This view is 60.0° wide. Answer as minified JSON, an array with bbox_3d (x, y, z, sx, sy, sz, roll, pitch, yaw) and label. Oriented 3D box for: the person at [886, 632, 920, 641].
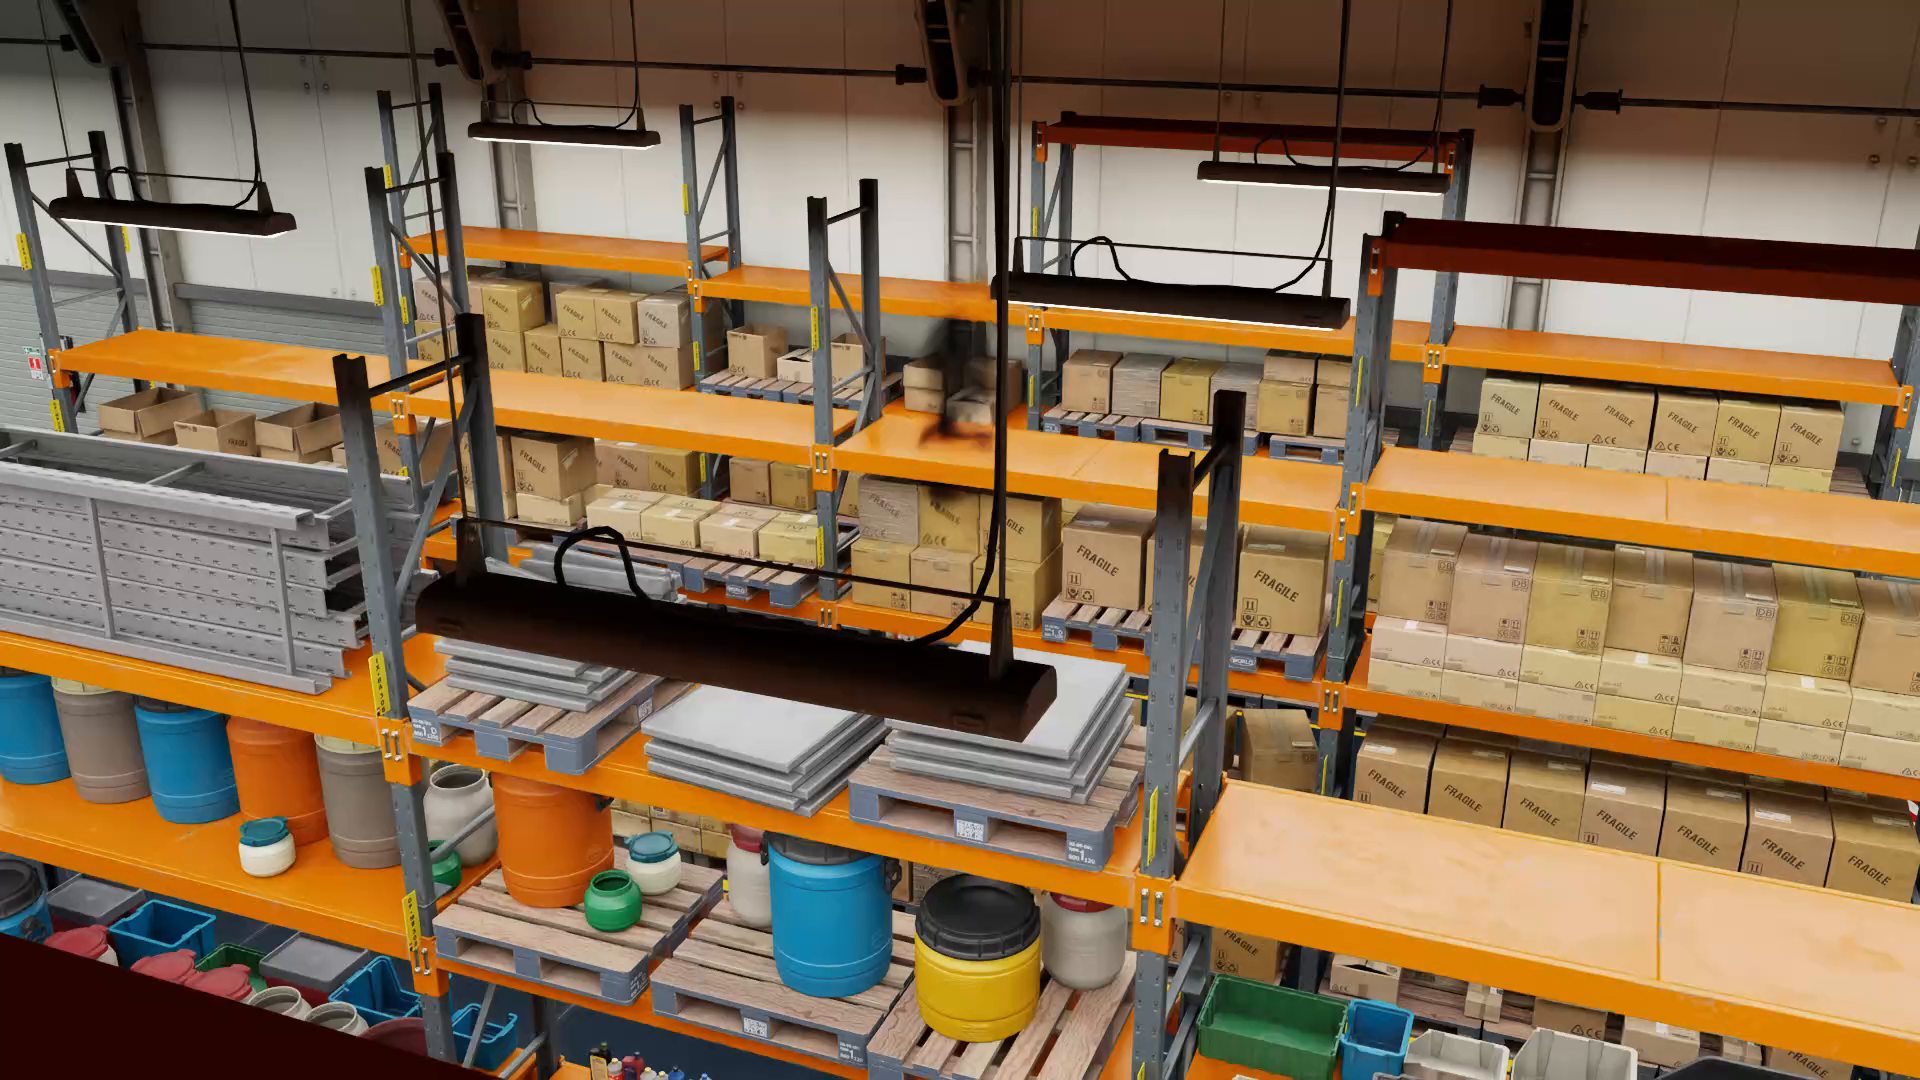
[{"bbox_3d":[-0.628,1.341,16.391,0.799,1.850,0.620,7,22,18],"label":"person"}]
